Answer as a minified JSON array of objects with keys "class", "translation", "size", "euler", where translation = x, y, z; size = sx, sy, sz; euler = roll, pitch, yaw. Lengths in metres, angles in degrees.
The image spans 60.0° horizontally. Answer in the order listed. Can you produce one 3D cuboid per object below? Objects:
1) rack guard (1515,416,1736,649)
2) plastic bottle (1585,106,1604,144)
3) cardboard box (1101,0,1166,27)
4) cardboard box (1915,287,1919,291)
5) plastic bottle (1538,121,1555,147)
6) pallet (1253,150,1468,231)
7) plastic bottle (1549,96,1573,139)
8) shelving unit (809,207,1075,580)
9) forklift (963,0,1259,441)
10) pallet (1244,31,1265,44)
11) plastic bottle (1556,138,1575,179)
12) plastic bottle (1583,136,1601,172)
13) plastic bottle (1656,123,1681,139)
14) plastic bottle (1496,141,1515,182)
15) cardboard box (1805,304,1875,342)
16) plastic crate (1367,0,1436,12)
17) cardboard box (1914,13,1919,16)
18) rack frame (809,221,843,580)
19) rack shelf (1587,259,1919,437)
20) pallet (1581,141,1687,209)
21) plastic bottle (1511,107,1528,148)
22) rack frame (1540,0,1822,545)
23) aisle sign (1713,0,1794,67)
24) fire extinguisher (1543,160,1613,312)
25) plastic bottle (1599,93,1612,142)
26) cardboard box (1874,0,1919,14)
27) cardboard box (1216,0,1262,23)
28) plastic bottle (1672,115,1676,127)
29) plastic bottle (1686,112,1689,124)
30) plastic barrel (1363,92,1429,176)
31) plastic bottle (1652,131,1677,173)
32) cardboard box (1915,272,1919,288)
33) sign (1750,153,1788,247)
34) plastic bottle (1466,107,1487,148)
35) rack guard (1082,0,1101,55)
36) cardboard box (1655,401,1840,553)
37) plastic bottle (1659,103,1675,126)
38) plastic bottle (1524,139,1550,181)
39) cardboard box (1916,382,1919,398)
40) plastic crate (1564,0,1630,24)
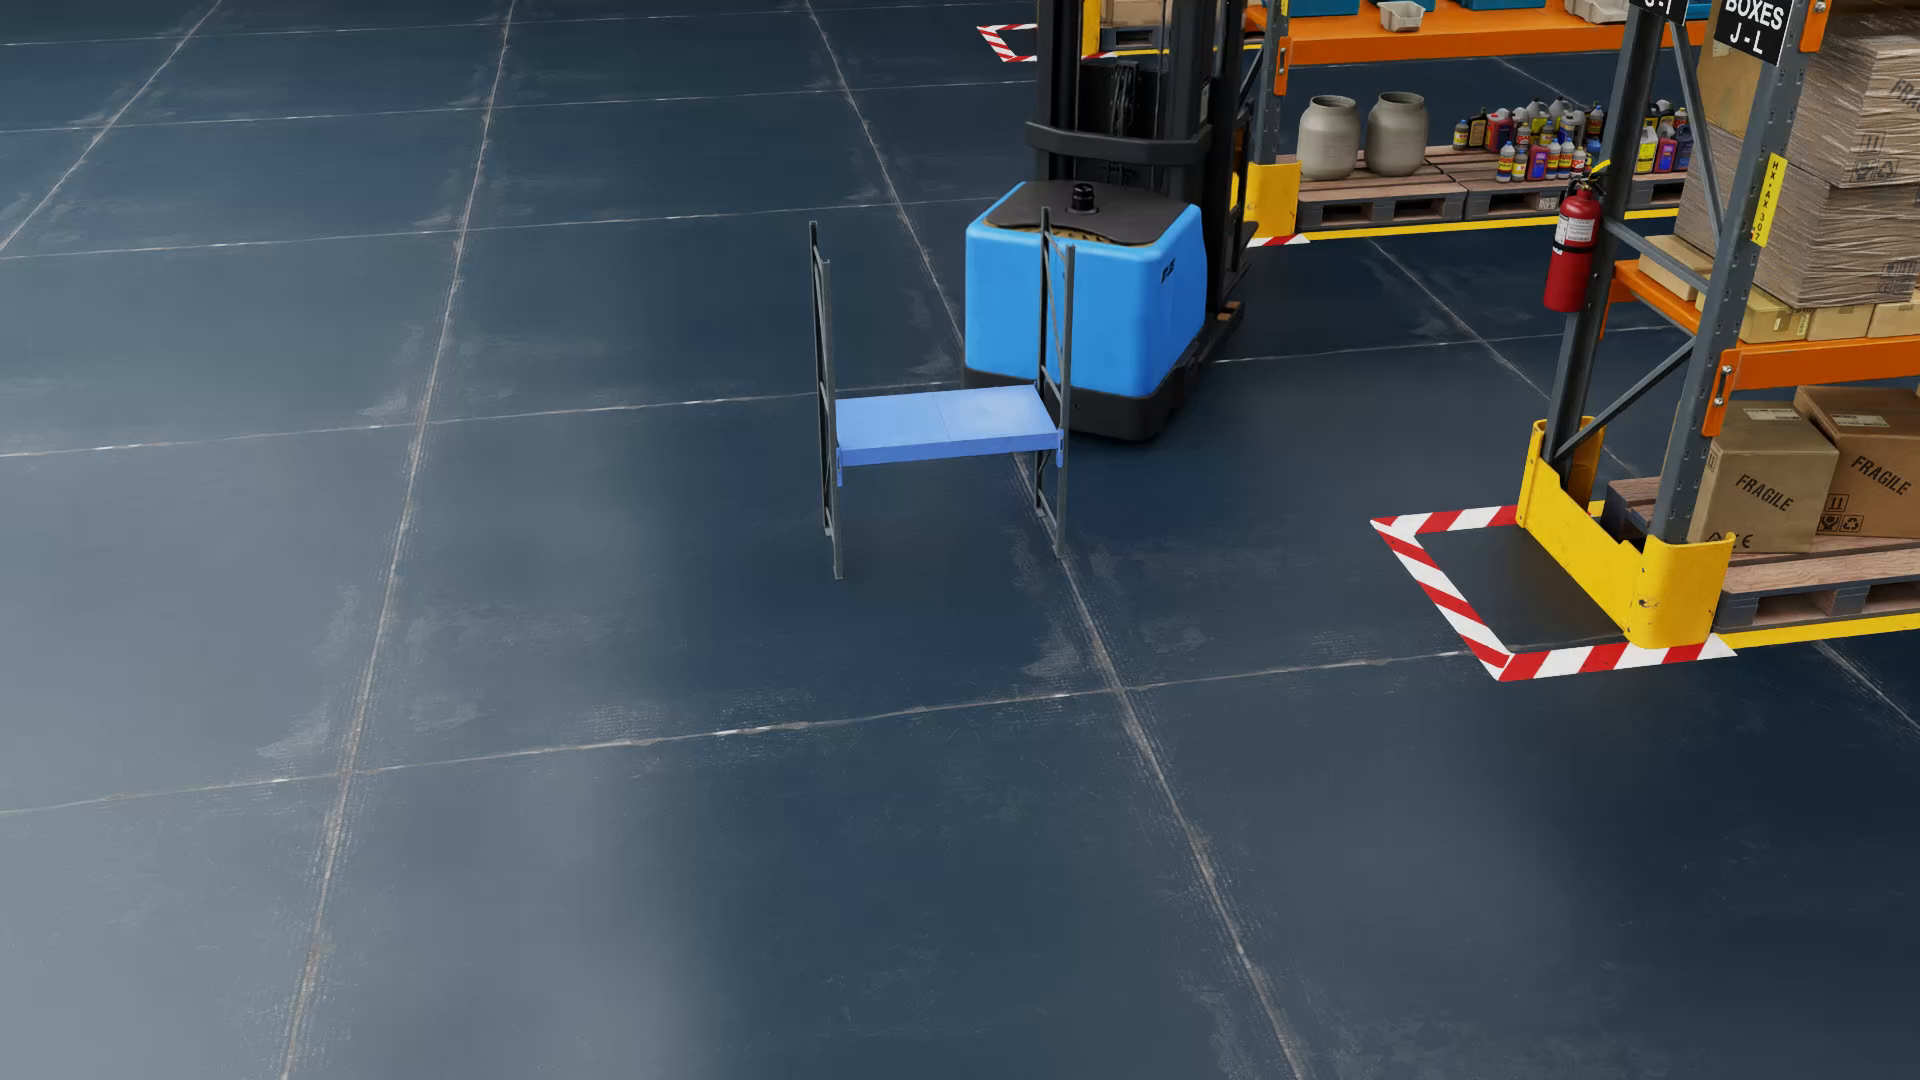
[{"class":"rack guard","translation":[2.907,-0.059,7.357],"size":[0.348,0.500,1.175],"euler":[-5,31,-9]},{"class":"plastic bottle","translation":[4.682,-3.062,12.256],"size":[0.097,0.271,0.097],"euler":[0,30,0]},{"class":"cardboard box","translation":[1.619,-5.003,15.598],"size":[0.500,0.250,0.500],"euler":[-5,31,-9]},{"class":"cardboard box","translation":[3.896,-0.990,6.723],"size":[0.250,0.149,0.380],"euler":[-5,31,-9]},{"class":"plastic bottle","translation":[4.284,-2.952,12.137],"size":[0.097,0.201,0.097],"euler":[0,30,0]},{"class":"pallet","translation":[2.806,-2.499,11.792],"size":[1.213,0.211,1.003],"euler":[-5,31,-9]},{"class":"plastic bottle","translation":[4.402,-3.089,12.224],"size":[0.185,0.351,0.144],"euler":[-6,31,-9]},{"class":"shelving unit","translation":[-0.084,-0.639,7.357],"size":[1.048,1.500,0.538],"euler":[-5,31,-9]},{"class":"forklift","translation":[1.049,-2.500,9.110],"size":[1.130,2.935,3.031],"euler":[12,33,19]},{"class":"pallet","translation":[2.994,-5.068,16.160],"size":[1.213,0.211,1.003],"euler":[-5,31,-9]},{"class":"plastic bottle","translation":[4.215,-2.663,11.578],"size":[0.097,0.271,0.097],"euler":[0,30,0]},{"class":"plastic bottle","translation":[4.414,-2.682,11.609],"size":[0.097,0.271,0.097],"euler":[0,30,0]},{"class":"plastic bottle","translation":[5.053,-2.831,11.859],"size":[0.135,0.276,0.152],"euler":[-5,31,-9]},{"class":"plastic bottle","translation":[3.780,-2.623,11.509],"size":[0.097,0.271,0.097],"euler":[0,30,0]},{"class":"cardboard box","translation":[3.405,-0.942,6.640],"size":[0.250,0.149,0.380],"euler":[-5,31,-9]},{"class":"plastic crate","translation":[3.018,-3.786,11.377],"size":[0.408,0.251,0.499],"euler":[-5,31,-9]},{"class":"cardboard box","translation":[3.915,-1.689,6.284],"size":[0.500,0.500,0.500],"euler":[-5,31,-9]},{"class":"rack frame","translation":[-0.584,-0.592,7.278],"size":[0.032,1.500,0.500],"euler":[-5,31,-9]},{"class":"rack shelf","translation":[4.799,-1.002,7.205],"size":[4.000,0.370,1.077],"euler":[-5,31,-9]},{"class":"pallet","translation":[5.206,-2.722,12.171],"size":[1.213,0.211,1.003],"euler":[-5,31,-9]},{"class":"plastic bottle","translation":[4.057,-3.023,12.185],"size":[0.135,0.276,0.152],"euler":[-6,31,-10]},{"class":"rack frame","translation":[2.832,-1.130,6.712],"size":[0.127,3.000,1.000],"euler":[-5,31,-9]},{"class":"aisle sign","translation":[2.825,-2.095,5.789],"size":[0.004,0.787,0.394],"euler":[-5,31,-9]},{"class":"fire extinguisher","translation":[2.637,-1.316,7.105],"size":[0.183,0.674,0.296],"euler":[-5,31,-9]},{"class":"plastic bottle","translation":[4.820,-3.128,12.290],"size":[0.185,0.351,0.144],"euler":[-7,31,-11]},{"class":"cardboard box","translation":[3.819,-1.954,6.735],"size":[0.500,0.500,0.500],"euler":[-5,31,-9]},{"class":"cardboard box","translation":[2.602,-5.096,15.756],"size":[0.500,0.250,0.500],"euler":[-5,31,-9]},{"class":"plastic bottle","translation":[5.282,-3.119,12.421],"size":[0.097,0.201,0.097],"euler":[0,30,0]},{"class":"plastic bottle","translation":[5.482,-3.167,12.435],"size":[0.097,0.271,0.097],"euler":[0,30,0]},{"class":"plastic barrel","translation":[3.067,-2.852,11.681],"size":[0.421,0.512,0.421],"euler":[0,30,0]},{"class":"plastic bottle","translation":[4.952,-2.727,11.675],"size":[0.133,0.283,0.061],"euler":[-3,31,-6]},{"class":"cardboard box","translation":[3.848,-1.443,6.853],"size":[0.500,0.500,0.875],"euler":[-5,31,-9]},{"class":"sign","translation":[2.930,-1.232,6.033],"size":[0.005,0.325,0.100],"euler":[-5,31,-9]},{"class":"plastic bottle","translation":[3.779,-3.024,12.179],"size":[0.133,0.283,0.061],"euler":[-5,31,-8]},{"class":"rack guard","translation":[1.028,-4.989,15.742],"size":[0.348,0.500,1.175],"euler":[-5,31,-9]},{"class":"cardboard box","translation":[3.449,-0.282,7.322],"size":[0.500,0.500,0.500],"euler":[0,30,0]},{"class":"plastic bottle","translation":[5.189,-3.076,12.268],"size":[0.133,0.283,0.061],"euler":[-5,31,-9]},{"class":"plastic bottle","translation":[4.006,-2.640,11.526],"size":[0.133,0.283,0.061],"euler":[-5,31,-8]},{"class":"cardboard box","translation":[4.650,-0.401,7.525],"size":[0.500,0.500,0.500],"euler":[-3,31,-4]},{"class":"plastic crate","translation":[4.323,-3.576,11.133],"size":[0.437,0.136,0.530],"euler":[-5,31,-9]}]
